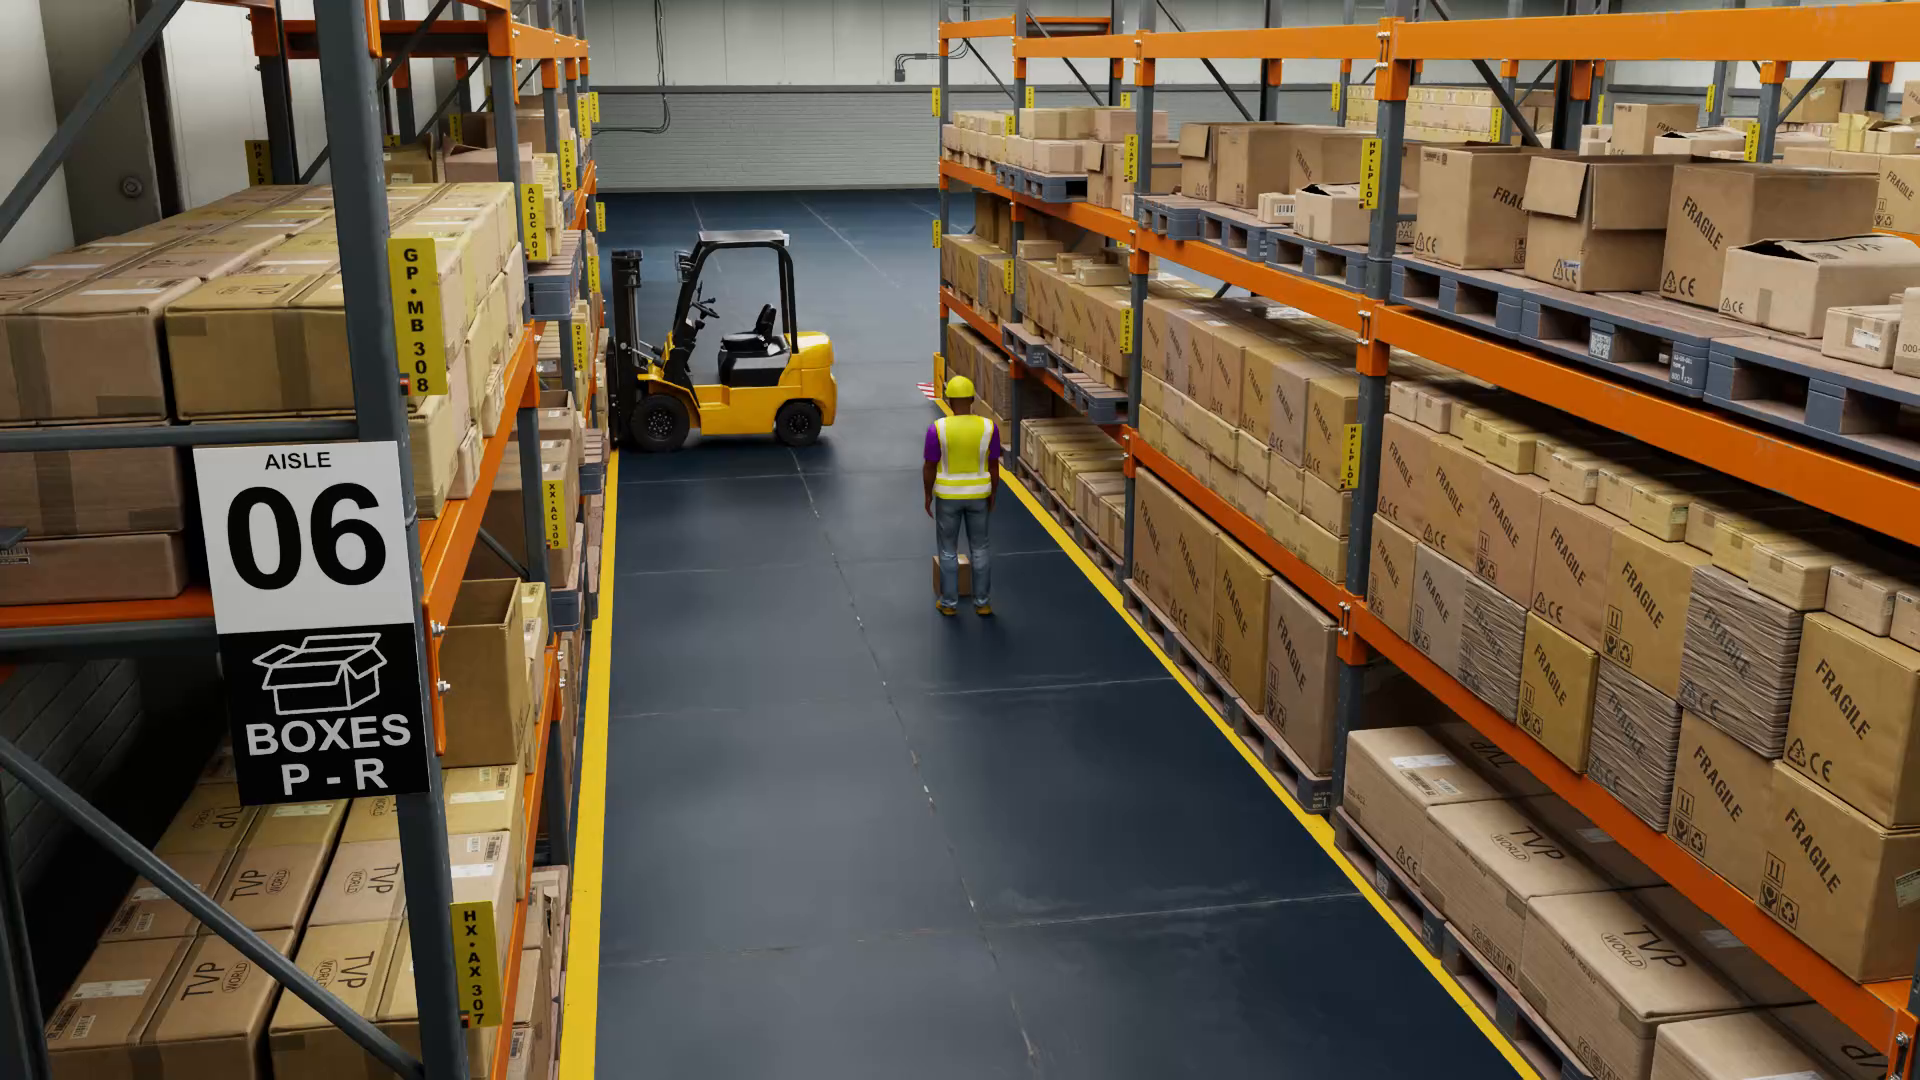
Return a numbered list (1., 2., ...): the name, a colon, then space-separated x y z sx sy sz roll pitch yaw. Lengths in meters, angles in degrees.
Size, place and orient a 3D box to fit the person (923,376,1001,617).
1. person: 0.007 -0.314 12.102 0.564 1.778 0.360 -3 16 -9
